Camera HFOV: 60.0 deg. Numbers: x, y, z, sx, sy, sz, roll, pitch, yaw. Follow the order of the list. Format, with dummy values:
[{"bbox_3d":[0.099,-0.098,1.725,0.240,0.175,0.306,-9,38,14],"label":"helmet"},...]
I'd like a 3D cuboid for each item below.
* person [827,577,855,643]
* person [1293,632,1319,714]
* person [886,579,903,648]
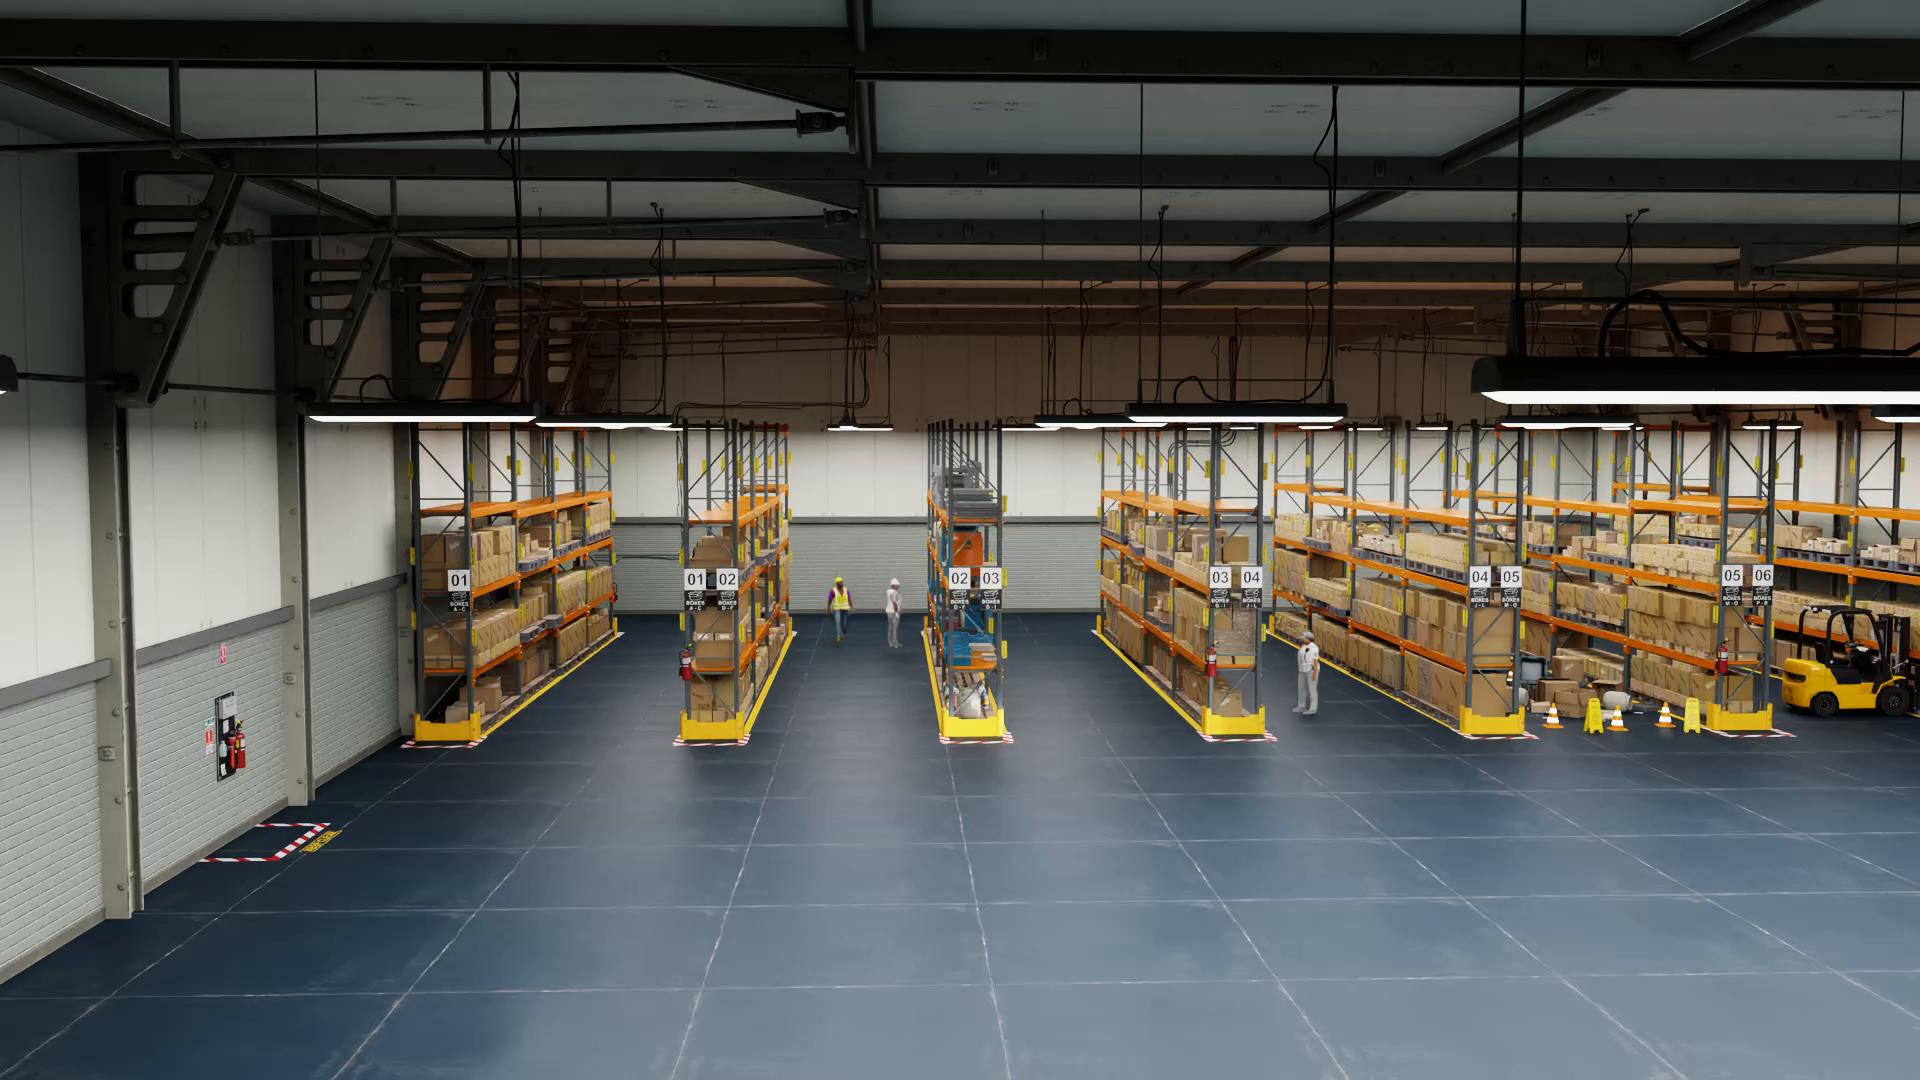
[{"bbox_3d":[-3.195,1.864,44.591,0.736,1.721,1.078,0,4,-6],"label":"person"},{"bbox_3d":[7.095,2.704,34.003,0.433,1.665,0.535,-2,4,-30],"label":"person"},{"bbox_3d":[-1.684,1.899,43.156,0.423,1.789,0.623,-1,4,-17],"label":"person"}]
